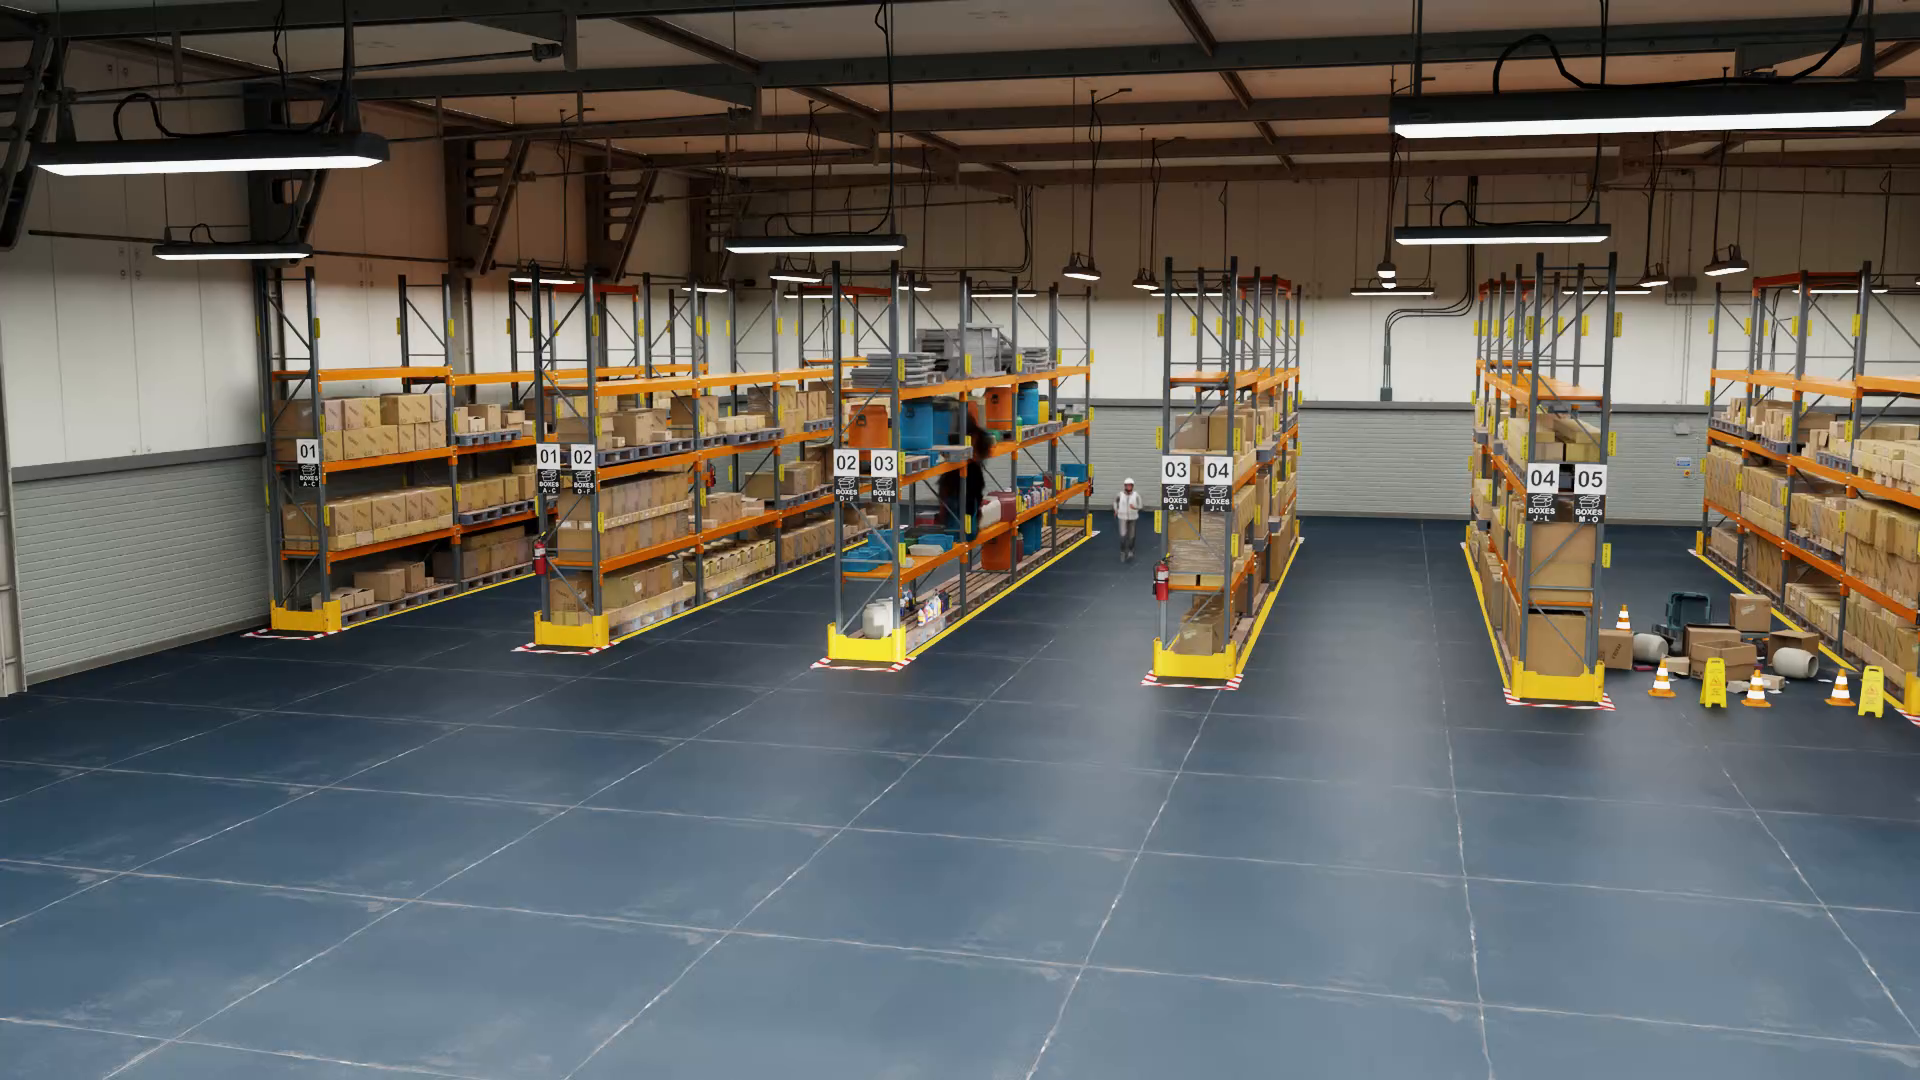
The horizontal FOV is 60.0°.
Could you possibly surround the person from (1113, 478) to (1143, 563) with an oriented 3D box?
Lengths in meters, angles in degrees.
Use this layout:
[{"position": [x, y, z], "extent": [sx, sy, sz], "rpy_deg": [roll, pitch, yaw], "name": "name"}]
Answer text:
[{"position": [3.624, -0.423, 35.906], "extent": [0.624, 1.834, 0.759], "rpy_deg": [0, 7, 3], "name": "person"}]
